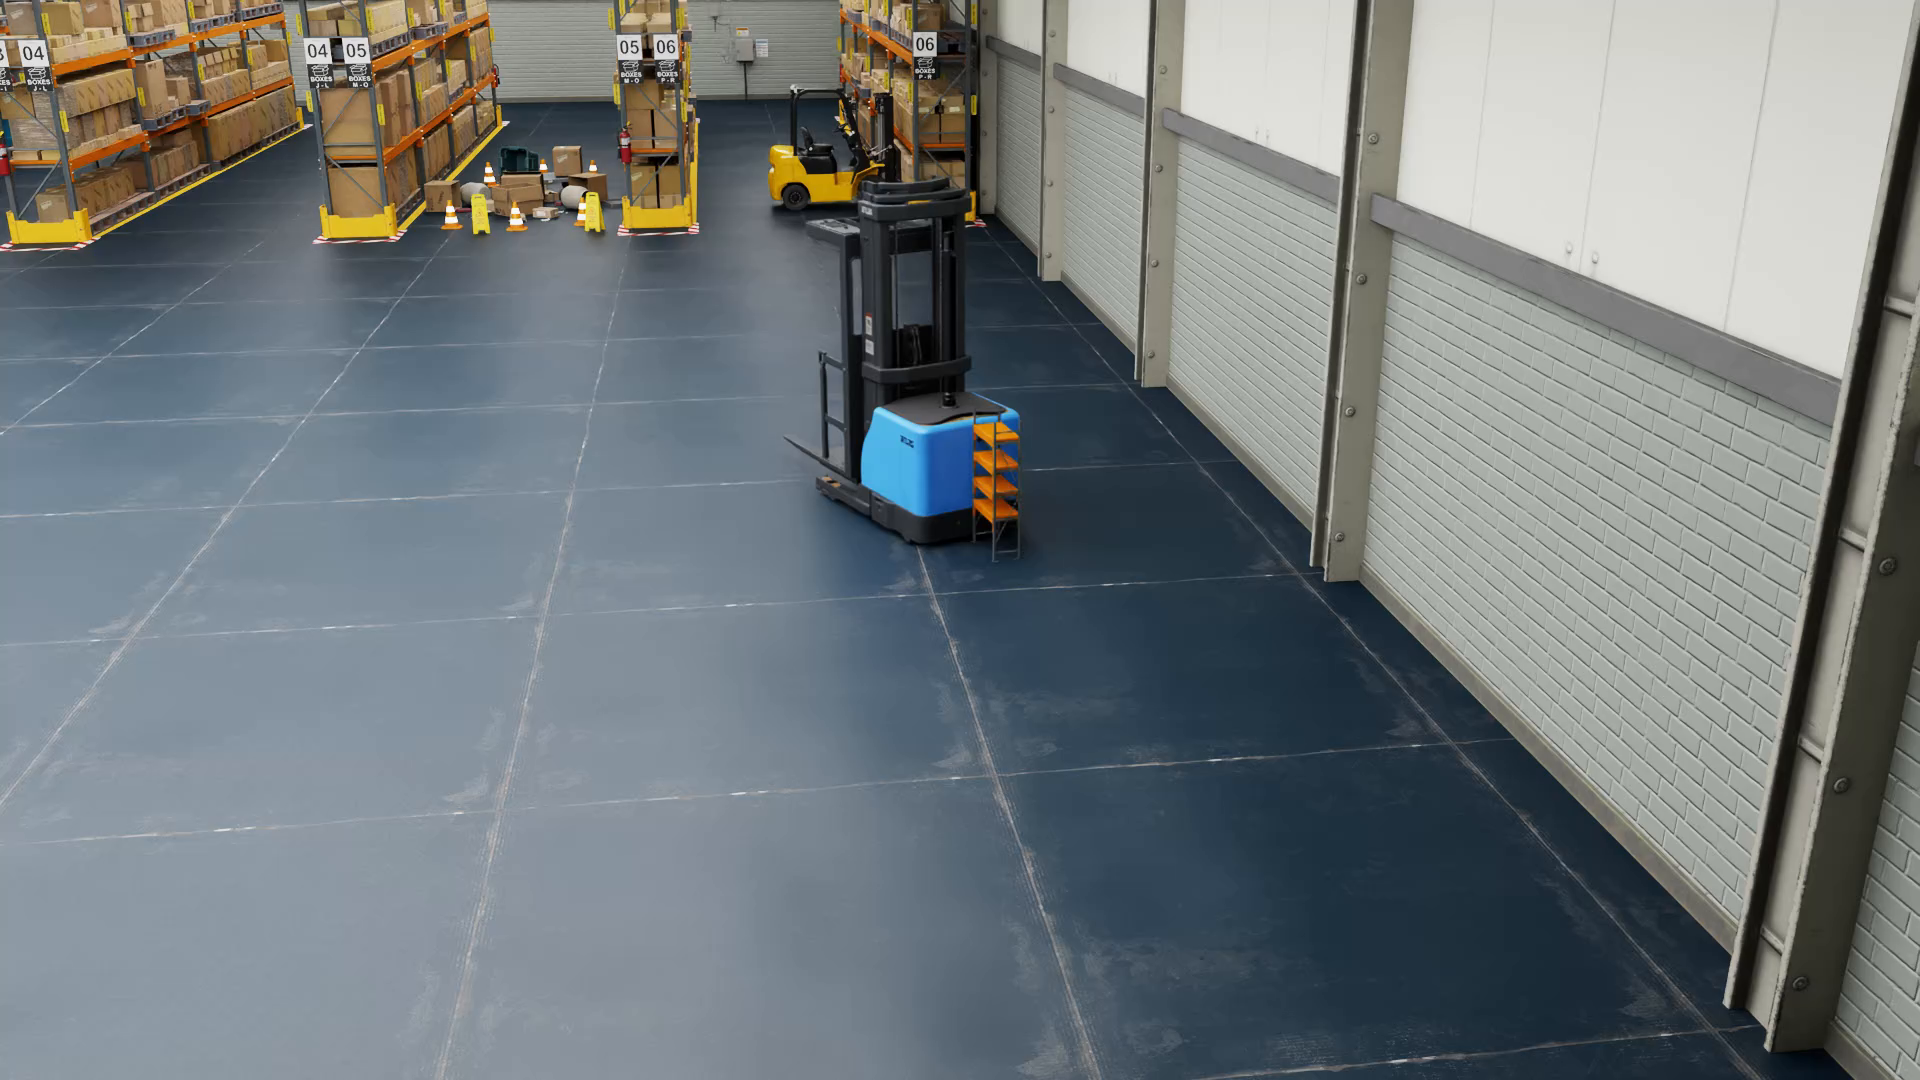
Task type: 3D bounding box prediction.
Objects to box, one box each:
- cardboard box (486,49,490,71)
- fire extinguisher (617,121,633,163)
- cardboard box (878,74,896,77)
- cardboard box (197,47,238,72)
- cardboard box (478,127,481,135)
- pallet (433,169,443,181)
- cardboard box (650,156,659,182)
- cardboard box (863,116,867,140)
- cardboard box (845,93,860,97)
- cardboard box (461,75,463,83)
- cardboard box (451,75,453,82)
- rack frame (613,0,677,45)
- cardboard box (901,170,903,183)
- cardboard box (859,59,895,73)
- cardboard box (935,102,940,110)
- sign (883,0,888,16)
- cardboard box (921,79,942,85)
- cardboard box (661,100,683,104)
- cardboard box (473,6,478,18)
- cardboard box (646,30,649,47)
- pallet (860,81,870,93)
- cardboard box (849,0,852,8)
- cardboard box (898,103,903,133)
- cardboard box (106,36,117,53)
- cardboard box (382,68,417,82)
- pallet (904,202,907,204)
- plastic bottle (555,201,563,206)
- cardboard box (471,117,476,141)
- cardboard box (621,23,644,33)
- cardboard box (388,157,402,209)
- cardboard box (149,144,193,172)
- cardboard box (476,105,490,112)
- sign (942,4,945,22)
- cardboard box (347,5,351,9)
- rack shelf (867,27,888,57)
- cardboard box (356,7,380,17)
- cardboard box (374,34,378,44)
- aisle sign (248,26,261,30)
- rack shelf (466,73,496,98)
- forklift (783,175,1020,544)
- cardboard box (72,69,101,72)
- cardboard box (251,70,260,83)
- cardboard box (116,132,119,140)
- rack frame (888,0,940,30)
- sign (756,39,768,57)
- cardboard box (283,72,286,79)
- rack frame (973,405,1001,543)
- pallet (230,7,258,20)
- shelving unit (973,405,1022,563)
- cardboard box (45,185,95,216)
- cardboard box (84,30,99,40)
[{"bbox_3d":[-12.028,-11.958,41.453,0.500,0.500,0.500,-3,21,-9],"label":"cardboard box"},{"bbox_3d":[-5.666,-6.739,28.158,0.296,0.674,0.183,-3,21,-8],"label":"fire extinguisher"},{"bbox_3d":[-1.518,-9.639,34.741,0.380,0.149,0.250,-2,21,-7],"label":"cardboard box"},{"bbox_3d":[-16.663,-10.789,37.314,0.797,0.503,0.637,-3,21,-9],"label":"cardboard box"},{"bbox_3d":[-11.575,-9.712,39.481,0.380,0.149,0.250,-4,21,-10],"label":"cardboard box"},{"bbox_3d":[-11.052,-7.319,33.585,1.003,0.211,1.213,-3,21,-8],"label":"pallet"},{"bbox_3d":[-5.745,-6.718,30.249,0.500,0.500,0.500,-3,21,-9],"label":"cardboard box"},{"bbox_3d":[-1.975,-9.555,38.558,0.500,0.500,0.500,-4,21,-10],"label":"cardboard box"},{"bbox_3d":[-2.627,-11.440,43.602,0.797,0.503,0.637,-4,21,-10],"label":"cardboard box"},{"bbox_3d":[-11.515,-10.484,37.832,0.380,0.149,0.250,-3,21,-8],"label":"cardboard box"},{"bbox_3d":[-11.289,-10.079,36.323,0.380,0.149,0.250,-3,21,-8],"label":"cardboard box"},{"bbox_3d":[-5.227,-9.649,27.263,1.000,3.000,0.127,-3,21,-8],"label":"rack frame"},{"bbox_3d":[-0.852,-6.738,30.658,0.500,0.250,0.500,-3,21,-9],"label":"cardboard box"},{"bbox_3d":[-1.887,-10.661,37.799,0.797,0.503,0.637,-3,21,-9],"label":"cardboard box"},{"bbox_3d":[-0.236,-7.742,29.661,0.380,0.149,0.250,-3,21,-9],"label":"cardboard box"},{"bbox_3d":[-1.428,-10.239,31.942,0.100,0.325,0.005,-3,21,-8],"label":"sign"},{"bbox_3d":[-0.552,-8.781,32.018,0.380,0.149,0.250,-3,21,-9],"label":"cardboard box"},{"bbox_3d":[-5.173,-7.558,29.672,0.500,0.500,0.500,-3,21,-9],"label":"cardboard box"},{"bbox_3d":[-11.783,-12.571,39.589,0.500,0.250,0.500,-2,21,-5],"label":"cardboard box"},{"bbox_3d":[-5.625,-8.651,28.668,0.500,0.250,0.500,-3,21,-8],"label":"cardboard box"},{"bbox_3d":[-1.754,-10.443,38.238,1.003,0.211,1.213,-3,21,-8],"label":"pallet"},{"bbox_3d":[-2.393,-12.561,38.963,0.380,0.149,0.250,-3,21,-7],"label":"cardboard box"},{"bbox_3d":[-0.869,-7.825,30.811,0.500,0.500,0.500,-3,21,-7],"label":"cardboard box"},{"bbox_3d":[-15.221,-8.732,29.311,0.500,0.250,0.500,-2,21,-6],"label":"cardboard box"},{"bbox_3d":[-10.841,-8.804,32.002,0.700,0.500,0.500,-3,21,-9],"label":"cardboard box"},{"bbox_3d":[-0.467,-6.046,30.177,1.003,0.211,1.213,-3,21,-8],"label":"pallet"},{"bbox_3d":[-7.473,-6.305,31.085,0.133,0.061,0.283,1,20,2],"label":"plastic bottle"},{"bbox_3d":[-11.484,-9.491,38.386,0.500,0.500,0.500,-3,21,-9],"label":"cardboard box"},{"bbox_3d":[-5.567,-8.693,28.210,0.380,0.149,0.250,-3,21,-7],"label":"cardboard box"},{"bbox_3d":[-10.403,-6.291,29.284,0.875,0.875,0.875,-3,21,-9],"label":"cardboard box"},{"bbox_3d":[-15.977,-7.721,33.620,0.700,0.500,0.500,-5,21,-12],"label":"cardboard box"},{"bbox_3d":[-11.879,-10.707,41.294,0.380,0.149,0.250,-2,21,-6],"label":"cardboard box"},{"bbox_3d":[-0.343,-10.188,32.142,0.100,0.325,0.005,-3,21,-8],"label":"sign"},{"bbox_3d":[-10.752,-9.173,28.753,0.380,0.149,0.250,-3,21,-8],"label":"cardboard box"},{"bbox_3d":[-1.180,-10.236,34.149,1.077,0.370,4.000,-3,21,-8],"label":"rack shelf"},{"bbox_3d":[-9.952,-8.853,27.896,0.380,0.149,0.250,-3,21,-7],"label":"cardboard box"},{"bbox_3d":[-9.880,-8.308,27.576,0.380,0.149,0.250,-3,21,-7],"label":"cardboard box"},{"bbox_3d":[-17.647,-13.106,41.378,0.394,0.787,0.004,-3,21,-8],"label":"aisle sign"},{"bbox_3d":[-12.129,-11.064,40.654,1.077,0.370,4.000,-3,21,-8],"label":"rack shelf"},{"bbox_3d":[-0.675,-1.808,14.943,1.130,2.935,3.031,-12,24,-29],"label":"forklift"},{"bbox_3d":[-15.797,-8.209,29.986,0.500,0.500,0.500,-3,21,-8],"label":"cardboard box"},{"bbox_3d":[-16.572,-10.738,38.544,0.500,0.250,0.500,-3,21,-9],"label":"cardboard box"},{"bbox_3d":[-15.233,-7.195,29.628,0.380,0.149,0.250,-3,21,-8],"label":"cardboard box"},{"bbox_3d":[-0.892,-11.285,31.645,1.000,3.000,0.127,-3,21,-8],"label":"rack frame"},{"bbox_3d":[-5.810,-14.437,48.792,0.329,0.494,0.001,-3,21,-8],"label":"sign"},{"bbox_3d":[-16.888,-11.477,41.090,0.380,0.149,0.250,-3,21,-8],"label":"cardboard box"},{"bbox_3d":[0.226,-0.549,14.044,0.240,1.200,0.015,-7,22,-18],"label":"rack frame"},{"bbox_3d":[-16.871,-12.141,38.349,1.003,0.211,1.213,-3,21,-8],"label":"pallet"},{"bbox_3d":[0.306,-0.468,13.828,0.258,1.200,0.503,-7,22,-18],"label":"shelving unit"},{"bbox_3d":[-15.227,-5.787,28.469,0.500,0.500,0.500,2,21,6],"label":"cardboard box"},{"bbox_3d":[-15.082,-8.691,28.631,0.380,0.149,0.250,-2,21,-5],"label":"cardboard box"}]
